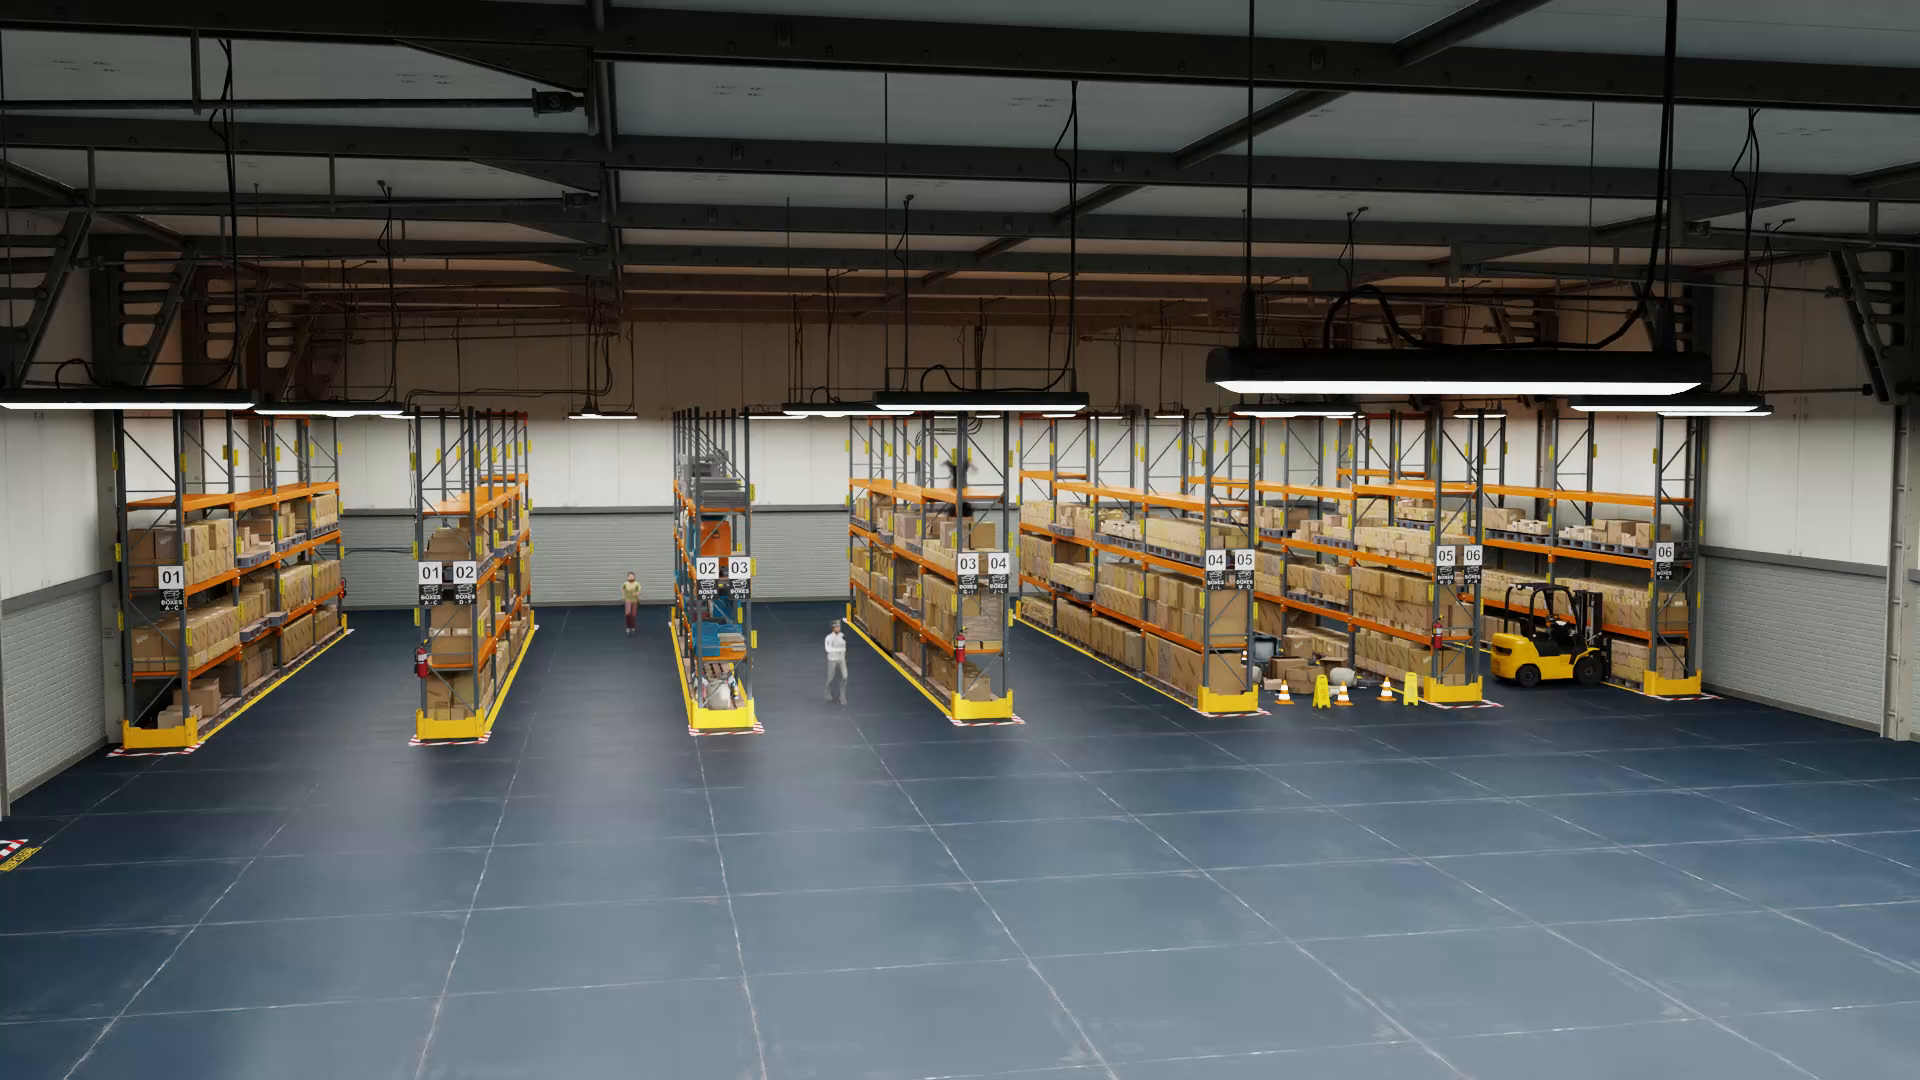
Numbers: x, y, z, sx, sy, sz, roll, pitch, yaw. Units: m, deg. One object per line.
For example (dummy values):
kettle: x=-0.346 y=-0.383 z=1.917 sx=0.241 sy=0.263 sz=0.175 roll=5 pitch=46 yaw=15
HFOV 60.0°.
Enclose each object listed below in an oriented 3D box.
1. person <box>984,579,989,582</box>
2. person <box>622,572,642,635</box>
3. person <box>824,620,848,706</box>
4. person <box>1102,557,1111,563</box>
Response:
person: x=0.948 y=1.385 z=49.038 sx=0.690 sy=1.824 sz=0.697 roll=1 pitch=4 yaw=16
person: x=-8.847 y=1.700 z=44.841 sx=0.559 sy=1.679 sz=0.673 roll=0 pitch=4 yaw=-6
person: x=-2.520 y=2.479 z=33.740 sx=0.553 sy=1.748 sz=0.830 roll=-2 pitch=5 yaw=-30
person: x=4.480 y=1.384 z=48.831 sx=0.998 sy=1.750 sz=0.703 roll=2 pitch=4 yaw=25
